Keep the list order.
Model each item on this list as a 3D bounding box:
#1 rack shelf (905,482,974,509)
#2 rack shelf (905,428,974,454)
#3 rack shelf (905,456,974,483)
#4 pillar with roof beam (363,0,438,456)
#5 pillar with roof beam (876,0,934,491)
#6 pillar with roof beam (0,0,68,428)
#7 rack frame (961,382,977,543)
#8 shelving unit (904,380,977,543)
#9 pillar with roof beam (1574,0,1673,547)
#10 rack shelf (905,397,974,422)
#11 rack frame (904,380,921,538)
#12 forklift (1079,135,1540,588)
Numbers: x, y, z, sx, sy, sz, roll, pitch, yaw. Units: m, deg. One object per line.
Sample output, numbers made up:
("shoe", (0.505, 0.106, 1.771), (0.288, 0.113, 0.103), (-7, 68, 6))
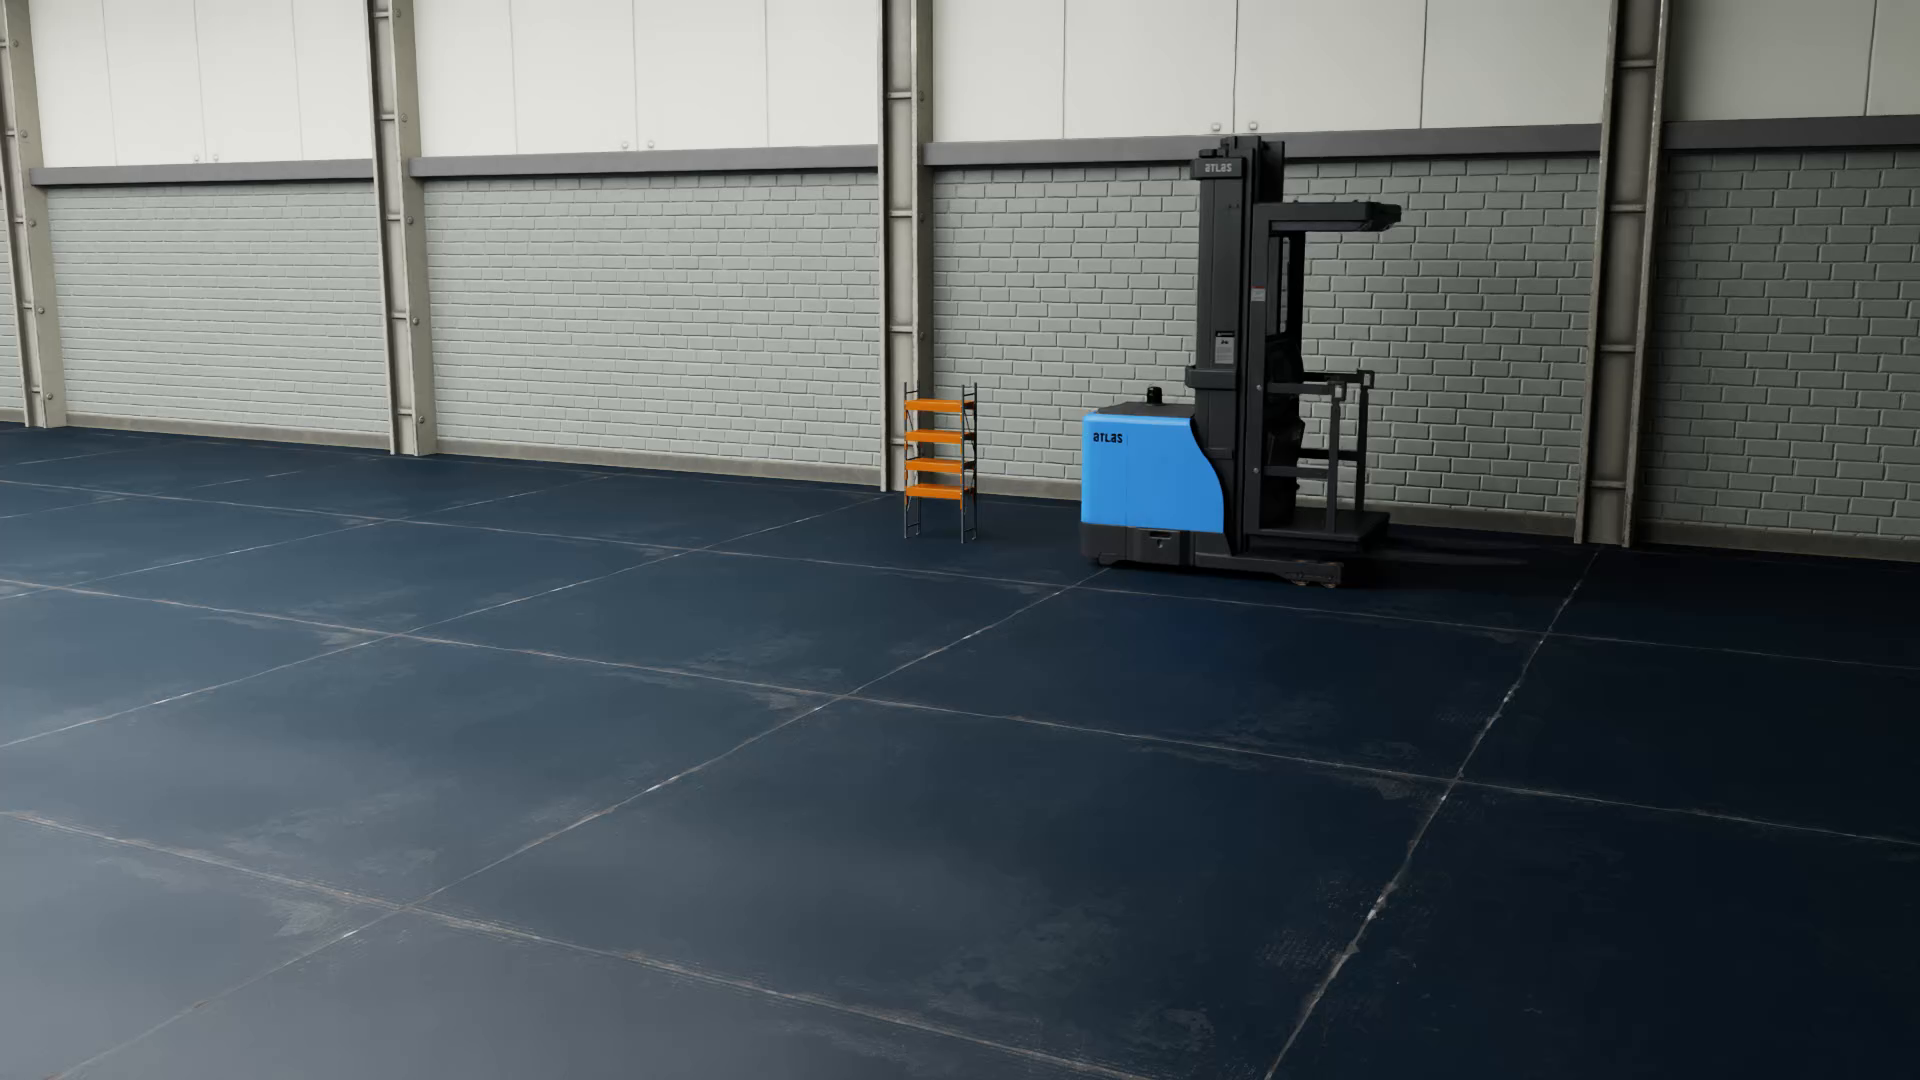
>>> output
("rack shelf", (-0.148, -0.342, 12.743), (0.480, 0.148, 0.258), (5, 11, 26))
("rack shelf", (-0.148, -0.757, 12.668), (0.480, 0.148, 0.258), (5, 11, 26))
("rack shelf", (-0.148, -0.537, 12.707), (0.480, 0.148, 0.258), (5, 11, 26))
("pillar with roof beam", (-7.768, -4.671, 13.274), (0.400, 9.000, 9.100), (5, 11, 26))
("pillar with roof beam", (-2.387, -4.199, 10.661), (0.400, 9.000, 9.100), (5, 11, 26))
("pillar with roof beam", (-13.149, -5.144, 15.886), (0.400, 9.000, 9.100), (5, 11, 26))
("rack frame", (0.070, -0.584, 12.589), (0.015, 1.200, 0.240), (5, 11, 26))
("shelving unit", (-0.148, -0.603, 12.695), (0.503, 1.200, 0.258), (5, 11, 26))
("pillar with roof beam", (2.993, -3.726, 8.049), (0.400, 9.000, 9.100), (5, 11, 26))
("rack shelf", (-0.148, -0.990, 12.625), (0.480, 0.148, 0.258), (5, 11, 26))
("rack frame", (-0.367, -0.623, 12.802), (0.015, 1.200, 0.240), (5, 11, 26))
("forklift", (2.402, -1.234, 11.316), (3.031, 2.935, 1.130), (5, 11, 24))
